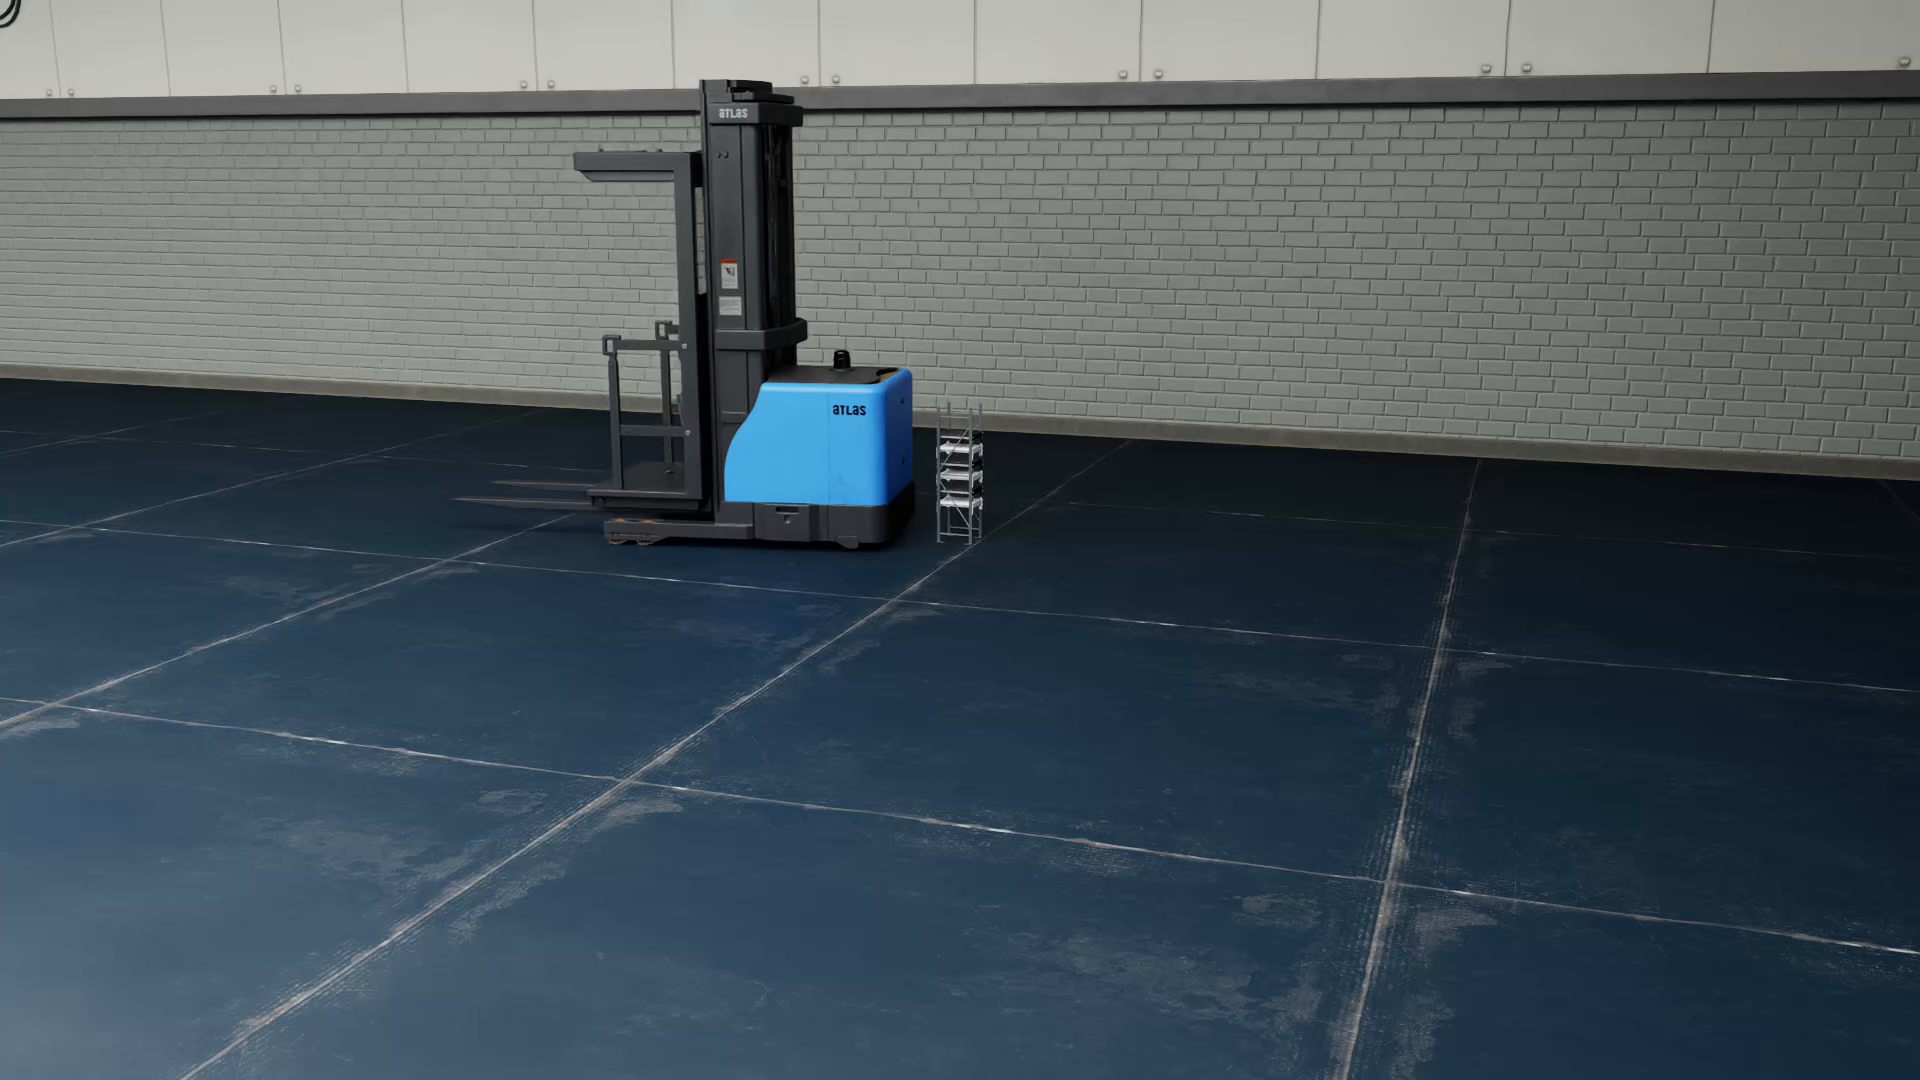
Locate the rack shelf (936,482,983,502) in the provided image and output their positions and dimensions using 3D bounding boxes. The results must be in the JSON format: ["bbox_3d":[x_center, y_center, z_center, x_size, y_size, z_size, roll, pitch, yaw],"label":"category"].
[{"bbox_3d":[-0.003,-0.317,10.908,0.258,0.077,0.200,4,14,18],"label":"rack shelf"}]

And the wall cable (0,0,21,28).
[{"bbox_3d":[-11.239,-7.924,17.838,2.305,6.003,0.169,4,14,18],"label":"wall cable"}]

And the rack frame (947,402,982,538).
[{"bbox_3d":[0.030,-0.458,10.974,0.240,0.900,0.006,4,14,18],"label":"rack frame"}]

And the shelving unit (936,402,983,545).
[{"bbox_3d":[-0.003,-0.437,10.880,0.258,0.900,0.210,4,14,18],"label":"shelving unit"}]

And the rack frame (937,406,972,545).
[{"bbox_3d":[-0.036,-0.416,10.787,0.240,0.900,0.006,4,14,18],"label":"rack frame"}]

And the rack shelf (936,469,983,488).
[{"bbox_3d":[-0.003,-0.405,10.888,0.258,0.077,0.200,4,14,18],"label":"rack shelf"}]

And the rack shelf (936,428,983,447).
[{"bbox_3d":[-0.003,-0.668,10.828,0.258,0.077,0.200,4,14,18],"label":"rack shelf"}]

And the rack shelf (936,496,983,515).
[{"bbox_3d":[-0.003,-0.229,10.928,0.258,0.077,0.200,4,14,18],"label":"rack shelf"}]

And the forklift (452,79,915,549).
[{"bbox_3d":[-1.875,-1.505,10.995,3.031,2.935,1.130,2,13,9],"label":"forklift"}]

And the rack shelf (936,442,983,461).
[{"bbox_3d":[-0.003,-0.580,10.848,0.258,0.077,0.200,4,14,18],"label":"rack shelf"}]

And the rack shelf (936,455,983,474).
[{"bbox_3d":[-0.003,-0.492,10.868,0.258,0.077,0.200,4,14,18],"label":"rack shelf"}]
